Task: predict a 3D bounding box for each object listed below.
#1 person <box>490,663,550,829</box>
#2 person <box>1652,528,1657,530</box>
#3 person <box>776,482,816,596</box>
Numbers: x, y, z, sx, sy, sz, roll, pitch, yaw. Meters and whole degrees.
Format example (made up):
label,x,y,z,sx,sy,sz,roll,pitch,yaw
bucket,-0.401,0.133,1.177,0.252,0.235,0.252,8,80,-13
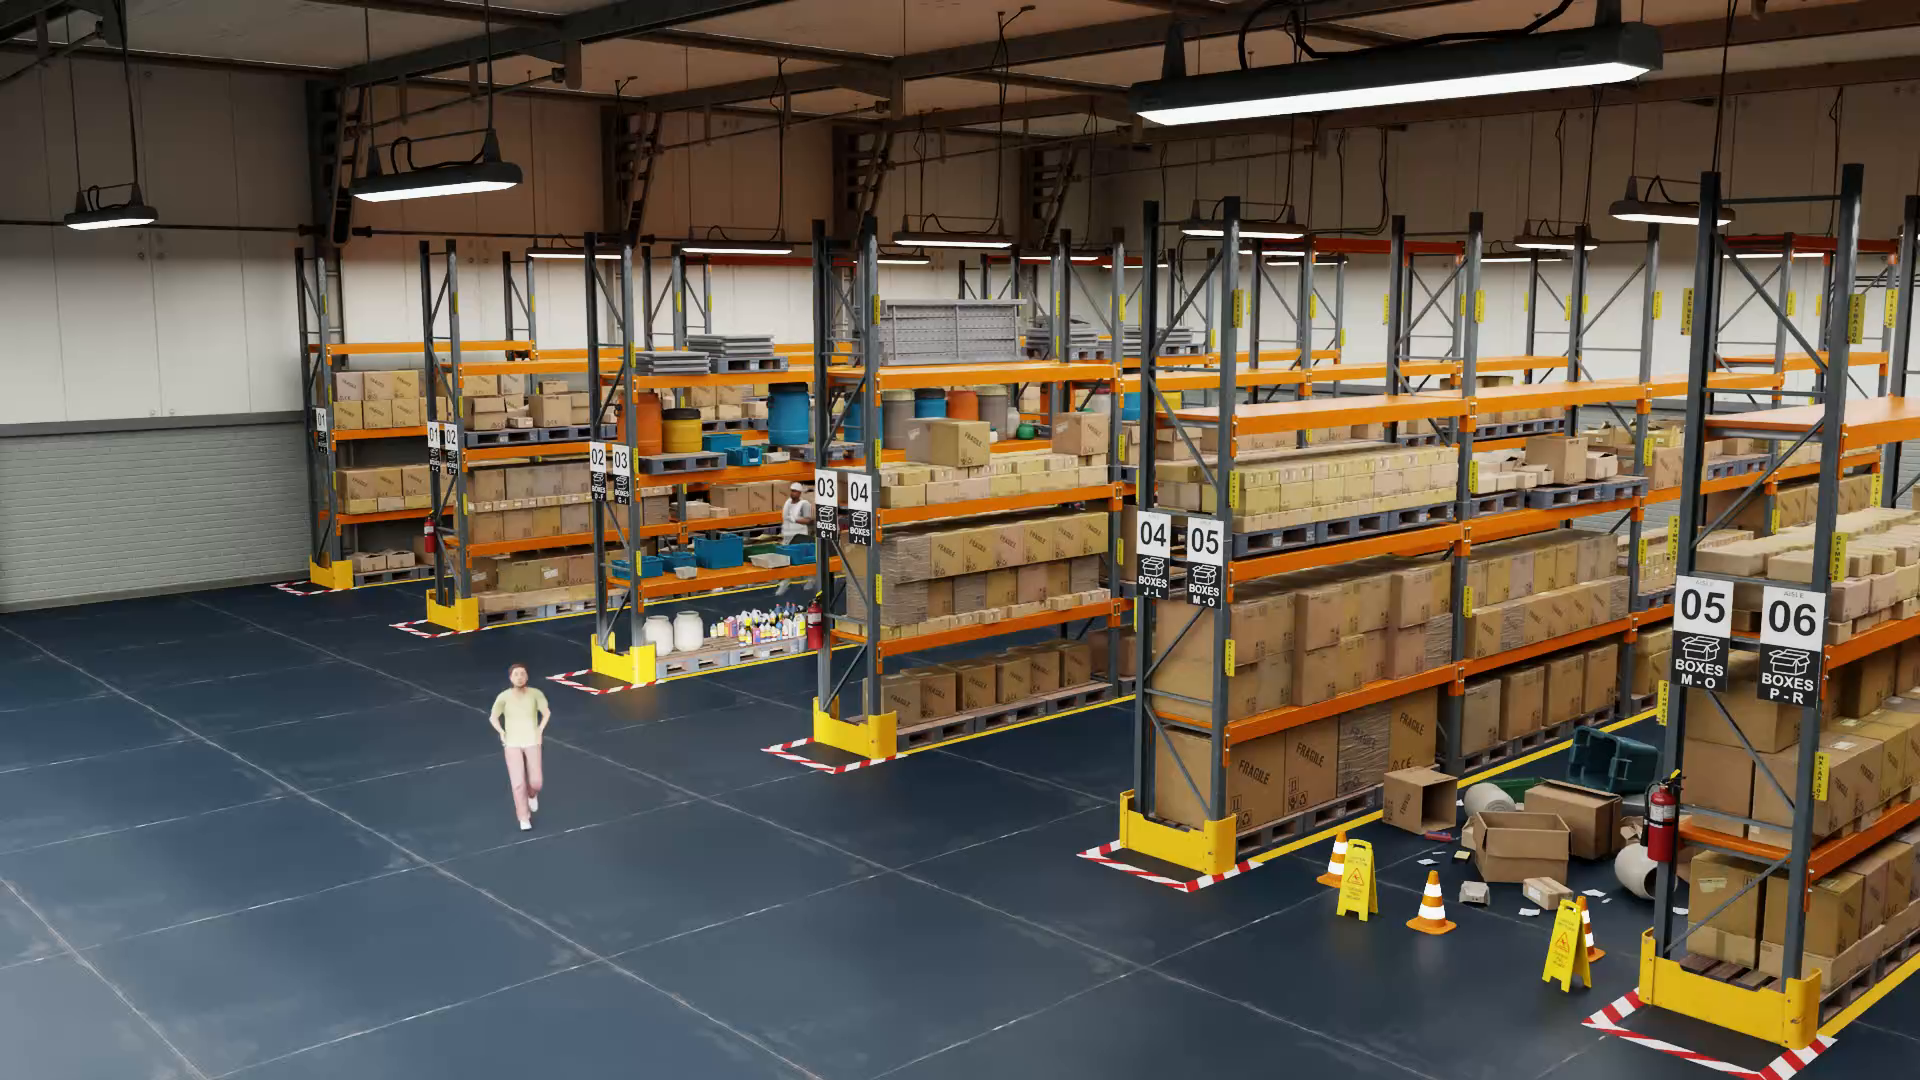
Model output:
label,x,y,z,sx,sy,sz,roll,pitch,yaw
person,-4.289,1.992,16.260,0.578,1.619,0.569,-3,9,-17
person,10.804,0.598,25.859,0.914,1.594,0.560,-7,11,-39
person,-2.708,-0.032,27.333,0.671,1.834,0.836,5,10,32
